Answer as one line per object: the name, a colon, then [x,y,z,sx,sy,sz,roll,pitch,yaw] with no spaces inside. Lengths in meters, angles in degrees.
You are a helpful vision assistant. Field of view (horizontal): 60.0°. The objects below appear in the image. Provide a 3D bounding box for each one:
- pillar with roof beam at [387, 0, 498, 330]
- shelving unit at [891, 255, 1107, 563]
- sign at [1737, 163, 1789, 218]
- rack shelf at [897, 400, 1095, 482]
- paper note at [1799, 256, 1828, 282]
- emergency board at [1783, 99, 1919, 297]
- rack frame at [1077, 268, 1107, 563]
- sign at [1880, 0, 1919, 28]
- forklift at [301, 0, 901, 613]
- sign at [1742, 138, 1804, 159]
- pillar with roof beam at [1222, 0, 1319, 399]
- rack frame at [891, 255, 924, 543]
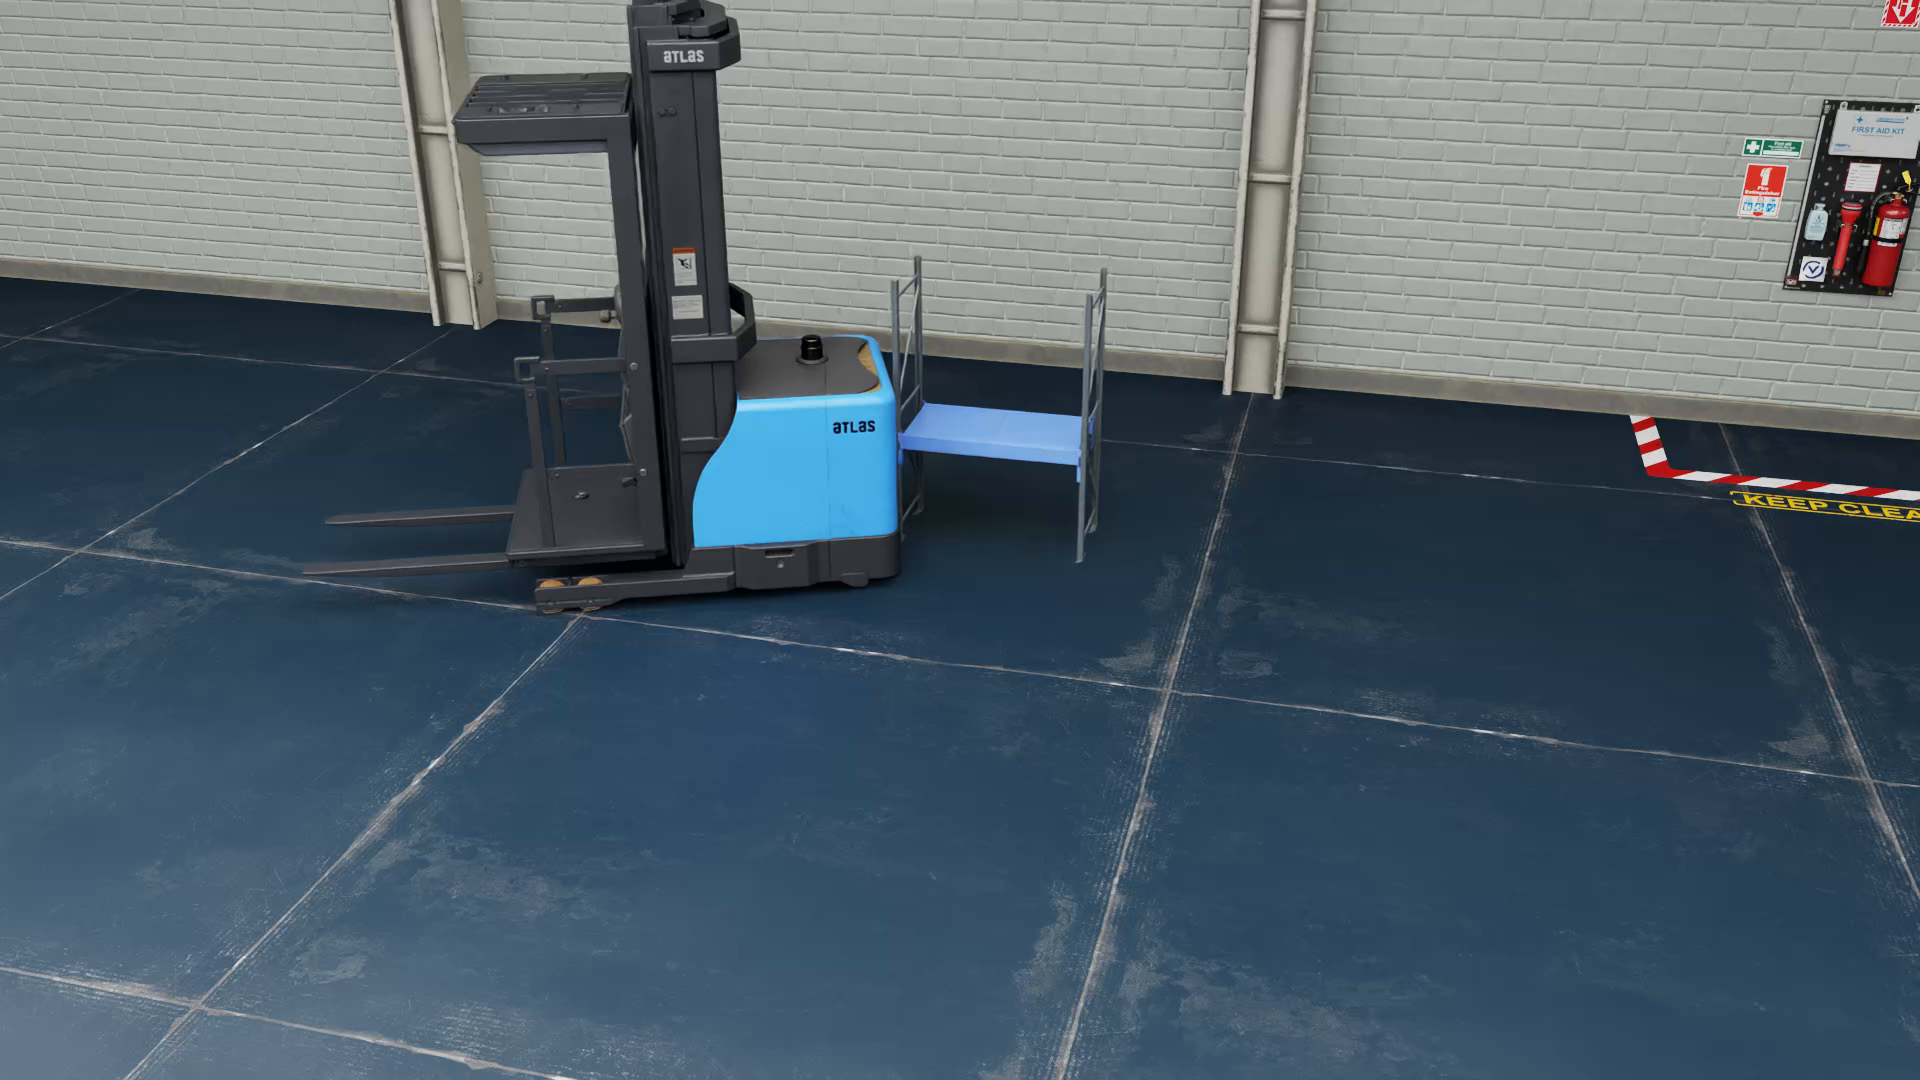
pillar with roof beam: [-4.863,-3.950,7.078,0.400,9.000,9.100,6,26,13]
shelving unit: [0.211,-0.708,8.993,1.048,1.500,0.538,6,26,12]
sign: [4.938,-2.148,10.230,0.234,0.329,0.001,6,26,13]
rack shelf: [0.211,-0.546,9.071,1.000,0.185,0.538,6,26,12]
paper note: [5.293,-1.679,10.312,0.142,0.148,0.016,6,26,13]
emergency board: [5.447,-2.029,10.023,0.643,1.169,0.194,6,26,13]
rack frame: [0.705,-0.657,8.885,0.032,1.500,0.500,6,26,12]
sign: [5.464,-3.118,9.614,0.199,0.298,0.001,6,26,13]
forklift: [-1.873,-1.193,8.346,3.031,2.935,1.130,-4,26,-8]
sign: [4.940,-2.383,10.107,0.331,0.109,0.001,6,26,13]
pillar with roof beam: [0.948,-3.308,5.729,0.400,9.000,9.100,6,26,13]
rack frame: [-0.283,-0.760,9.102,0.032,1.500,0.500,6,26,12]
